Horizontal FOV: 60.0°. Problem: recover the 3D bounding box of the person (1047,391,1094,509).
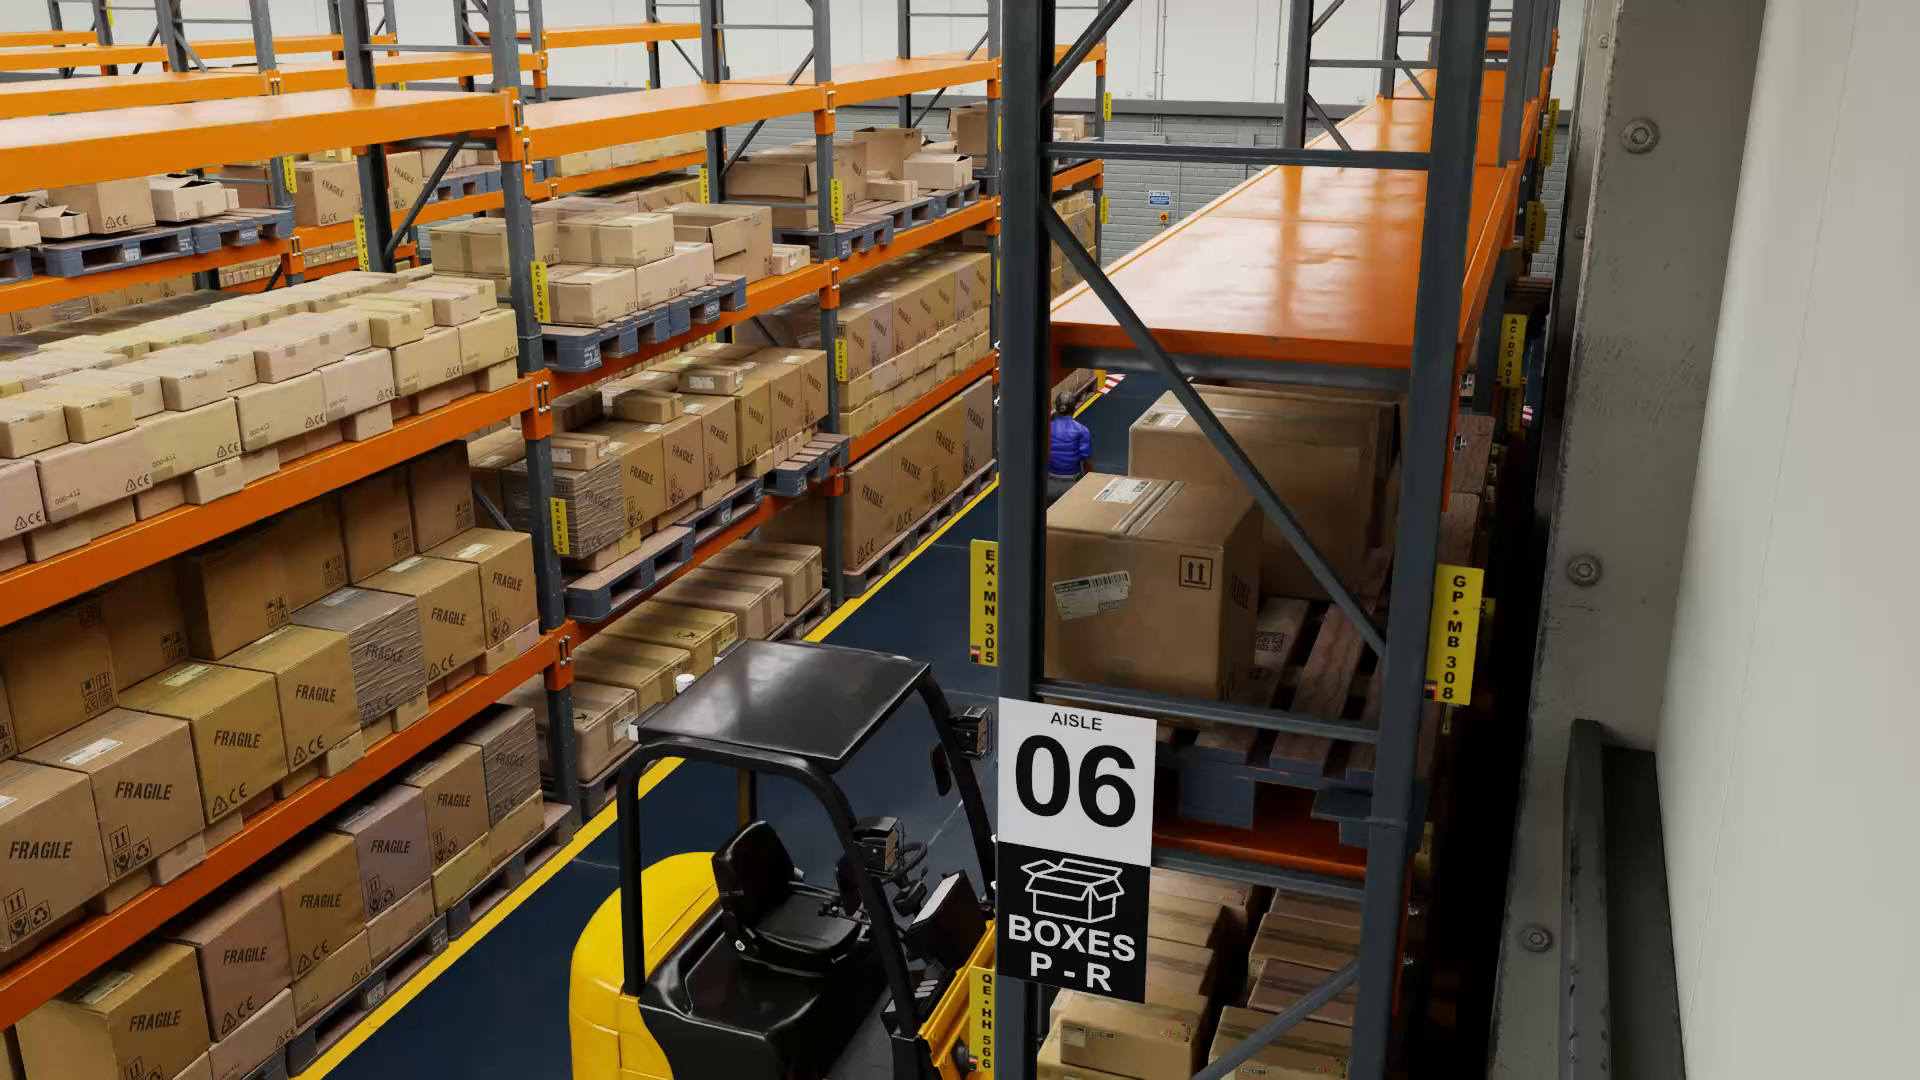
[{"bbox_3d":[0.879,-0.414,13.787,0.523,1.655,0.351,6,20,17],"label":"person"}]
